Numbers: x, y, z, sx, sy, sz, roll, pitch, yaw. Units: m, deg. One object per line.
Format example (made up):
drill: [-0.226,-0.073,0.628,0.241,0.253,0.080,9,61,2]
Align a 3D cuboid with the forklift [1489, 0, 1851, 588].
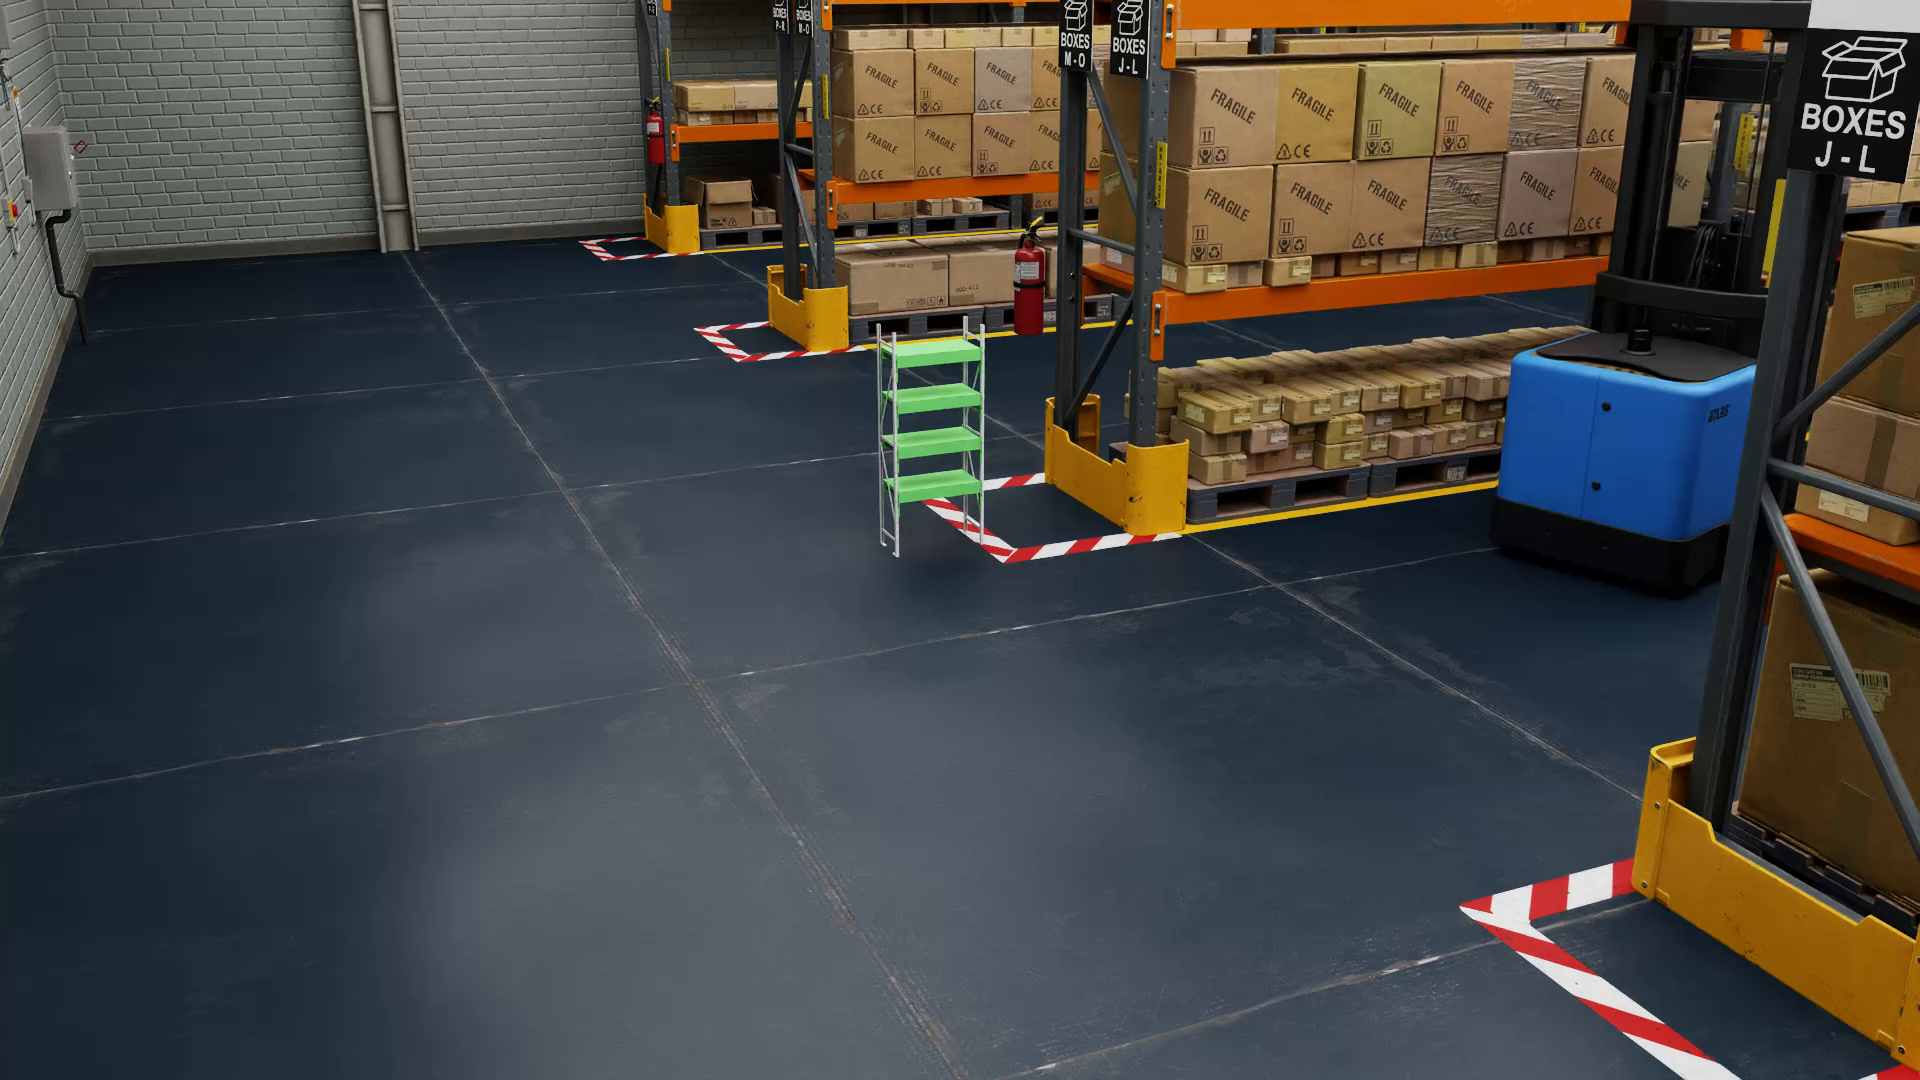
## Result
forklift: [4.238,-1.537,8.973,3.031,2.935,1.130,-17,26,-40]

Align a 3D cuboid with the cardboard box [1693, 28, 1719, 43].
cardboard box: [7.492,-5.160,16.952,0.250,0.149,0.380,-9,21,-25]

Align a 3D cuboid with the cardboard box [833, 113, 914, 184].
cardboard box: [-0.690,-3.137,13.265,0.500,0.500,0.500,-8,21,-22]

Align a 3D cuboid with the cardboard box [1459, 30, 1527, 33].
cardboard box: [5.100,-4.627,15.991,0.500,0.500,0.500,-8,21,-22]

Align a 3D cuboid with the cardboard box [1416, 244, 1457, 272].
cardboard box: [2.649,-1.663,9.608,0.250,0.149,0.380,-7,21,-20]

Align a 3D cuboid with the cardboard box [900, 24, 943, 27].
cardboard box: [-0.319,-4.168,13.712,0.250,0.149,0.380,-8,21,-21]

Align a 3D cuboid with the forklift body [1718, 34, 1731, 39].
forklift body: [10.459,-5.526,21.479,1.214,2.155,2.313,-8,21,-22]

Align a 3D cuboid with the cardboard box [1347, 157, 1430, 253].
cardboard box: [2.267,-1.919,9.358,0.500,0.500,0.500,-8,21,-21]

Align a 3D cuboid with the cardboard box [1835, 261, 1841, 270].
cardboard box: [6.023,-1.830,11.704,0.500,0.250,0.500,-9,21,-24]

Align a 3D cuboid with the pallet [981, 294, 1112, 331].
pallet: [0.577,-2.087,14.633,1.213,0.211,1.003,-8,21,-22]

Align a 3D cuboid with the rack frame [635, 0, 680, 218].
rack frame: [-3.214,-4.628,17.649,0.127,3.000,1.000,-8,21,-22]

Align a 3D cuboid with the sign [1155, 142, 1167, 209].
sign: [1.024,-1.861,8.488,0.005,0.325,0.100,-8,21,-22]

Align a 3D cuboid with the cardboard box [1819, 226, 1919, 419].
cardboard box: [3.024,-0.660,5.029,0.500,0.500,0.500,-8,21,-21]

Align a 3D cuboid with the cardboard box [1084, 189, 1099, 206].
cardboard box: [1.477,-4.241,19.682,0.500,0.500,0.500,-8,21,-23]

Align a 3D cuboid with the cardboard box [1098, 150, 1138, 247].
cardboard box: [1.120,-1.943,9.426,0.500,0.500,0.500,-8,21,-21]

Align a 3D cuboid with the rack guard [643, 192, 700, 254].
rack guard: [-3.144,-3.459,18.092,0.348,0.500,1.175,-8,21,-22]

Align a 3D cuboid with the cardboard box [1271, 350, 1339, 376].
cardboard box: [2.123,-1.055,10.265,0.250,0.149,0.380,-7,21,-20]

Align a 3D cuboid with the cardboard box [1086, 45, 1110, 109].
cardboard box: [1.172,-3.879,13.867,0.500,0.500,0.500,-8,21,-21]

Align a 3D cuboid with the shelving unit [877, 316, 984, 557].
shelving unit: [-0.152,-0.544,8.761,0.503,1.200,0.258,-8,21,-22]

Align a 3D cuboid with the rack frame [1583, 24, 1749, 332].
rack frame: [4.482,-2.145,10.596,0.127,3.000,1.000,-8,21,-22]

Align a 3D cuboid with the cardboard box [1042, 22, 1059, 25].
cardboard box: [0.883,-4.320,14.141,0.250,0.149,0.380,-8,21,-22]

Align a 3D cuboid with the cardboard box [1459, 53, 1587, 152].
cardboard box: [3.209,-2.527,9.577,0.500,0.500,0.500,-8,21,-21]

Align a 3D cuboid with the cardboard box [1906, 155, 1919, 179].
cardboard box: [5.985,-2.415,10.663,0.250,0.149,0.380,-7,21,-20]

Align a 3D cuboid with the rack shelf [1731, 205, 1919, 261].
rack shelf: [6.318,-2.068,11.463,4.000,0.370,1.077,-8,21,-22]

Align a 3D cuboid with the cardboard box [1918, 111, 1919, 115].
cardboard box: [6.690,-2.891,11.567,0.250,0.149,0.380,-7,21,-19]

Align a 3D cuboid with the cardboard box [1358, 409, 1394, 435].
cardboard box: [2.340,-0.745,9.834,0.250,0.149,0.380,-9,21,-25]

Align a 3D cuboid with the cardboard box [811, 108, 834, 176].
cardboard box: [-0.906,-3.306,13.744,0.500,0.500,0.500,-8,21,-22]

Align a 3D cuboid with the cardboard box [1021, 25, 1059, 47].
cardboard box: [0.632,-4.093,13.496,0.250,0.149,0.380,-9,21,-23]

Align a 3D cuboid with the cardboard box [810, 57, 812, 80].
cardboard box: [-1.313,-5.226,17.997,0.500,0.500,0.500,-8,21,-21]

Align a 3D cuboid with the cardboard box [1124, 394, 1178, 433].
cardboard box: [1.181,-0.768,9.900,0.250,0.149,0.380,-9,21,-23]

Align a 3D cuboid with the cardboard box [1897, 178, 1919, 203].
cardboard box: [5.974,-2.272,10.704,0.250,0.149,0.380,-9,21,-24]

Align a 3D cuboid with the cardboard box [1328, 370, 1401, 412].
cardboard box: [2.366,-0.876,9.758,0.250,0.149,0.380,-7,21,-20]

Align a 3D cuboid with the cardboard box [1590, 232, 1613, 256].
cardboard box: [3.850,-1.833,10.090,0.250,0.149,0.380,-7,21,-20]

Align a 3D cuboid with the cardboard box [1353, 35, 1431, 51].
cardboard box: [3.864,-4.270,14.978,0.500,0.500,0.500,-9,21,-23]

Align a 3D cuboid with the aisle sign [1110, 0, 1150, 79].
aisle sign: [0.861,-2.743,8.383,0.004,0.787,0.394,-8,21,-22]

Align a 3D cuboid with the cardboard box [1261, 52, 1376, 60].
cardboard box: [2.070,-2.551,9.647,0.500,0.500,0.500,-7,21,-19]

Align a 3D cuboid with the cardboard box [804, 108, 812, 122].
cardboard box: [-1.601,-4.623,18.014,0.250,0.149,0.380,-9,21,-23]

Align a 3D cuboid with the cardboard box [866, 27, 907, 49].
cardboard box: [-0.596,-3.958,13.113,0.250,0.149,0.380,-8,21,-21]

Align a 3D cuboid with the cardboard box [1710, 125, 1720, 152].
cardboard box: [4.773,-2.617,10.788,0.250,0.149,0.380,-7,21,-19]

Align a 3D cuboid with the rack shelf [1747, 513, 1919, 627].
rack shelf: [4.517,-0.016,5.635,4.000,0.370,1.077,-8,21,-22]

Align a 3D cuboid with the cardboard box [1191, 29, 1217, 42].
cardboard box: [1.987,-4.326,14.160,0.250,0.149,0.380,-8,21,-21]

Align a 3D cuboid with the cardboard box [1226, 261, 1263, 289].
cardboard box: [1.454,-1.489,9.111,0.250,0.149,0.380,-7,21,-20]

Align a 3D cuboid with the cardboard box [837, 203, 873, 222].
cardboard box: [-1.289,-3.838,18.537,0.500,0.500,0.500,-8,21,-21]

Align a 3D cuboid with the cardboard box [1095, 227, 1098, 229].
cardboard box: [1.810,-2.580,15.060,0.875,0.438,0.875,-8,21,-23]

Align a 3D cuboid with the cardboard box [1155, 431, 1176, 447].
cardboard box: [1.210,-0.605,9.883,0.250,0.149,0.380,-8,21,-21]

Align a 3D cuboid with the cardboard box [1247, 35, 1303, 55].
cardboard box: [2.739,-4.295,15.047,0.500,0.500,0.500,-7,21,-20]

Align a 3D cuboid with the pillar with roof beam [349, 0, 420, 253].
pillar with roof beam: [-4.341,-6.065,12.697,0.400,9.000,9.100,-8,21,-22]

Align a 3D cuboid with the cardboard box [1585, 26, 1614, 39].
cardboard box: [8.412,-6.719,22.012,0.250,0.149,0.380,-8,21,-21]

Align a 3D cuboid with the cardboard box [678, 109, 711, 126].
cardboard box: [-2.803,-4.469,17.576,0.250,0.149,0.380,-8,21,-22]

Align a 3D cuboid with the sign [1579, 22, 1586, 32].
sign: [8.029,-6.551,21.487,0.005,0.325,0.100,-8,21,-22]

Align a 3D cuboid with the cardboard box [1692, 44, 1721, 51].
cardboard box: [7.082,-4.612,16.373,0.500,0.500,0.500,-7,21,-19]

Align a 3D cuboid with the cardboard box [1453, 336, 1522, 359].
cardboard box: [3.364,-1.189,10.646,0.250,0.149,0.380,-9,21,-23]

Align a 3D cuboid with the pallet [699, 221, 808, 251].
pallet: [-2.412,-3.427,18.439,1.213,0.211,1.003,-8,21,-22]

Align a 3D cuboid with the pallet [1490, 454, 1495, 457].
pallet: [3.879,-0.730,10.778,1.213,0.211,1.003,-8,21,-22]

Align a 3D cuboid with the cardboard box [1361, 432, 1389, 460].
cardboard box: [2.325,-0.600,9.870,0.250,0.149,0.380,-8,21,-22]

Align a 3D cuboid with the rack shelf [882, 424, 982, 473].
rack shelf: [-0.152,-0.484,8.782,0.480,0.148,0.258,-8,21,-22]

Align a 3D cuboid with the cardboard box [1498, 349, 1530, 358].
cardboard box: [3.545,-1.061,10.284,0.250,0.149,0.380,-7,21,-20]
